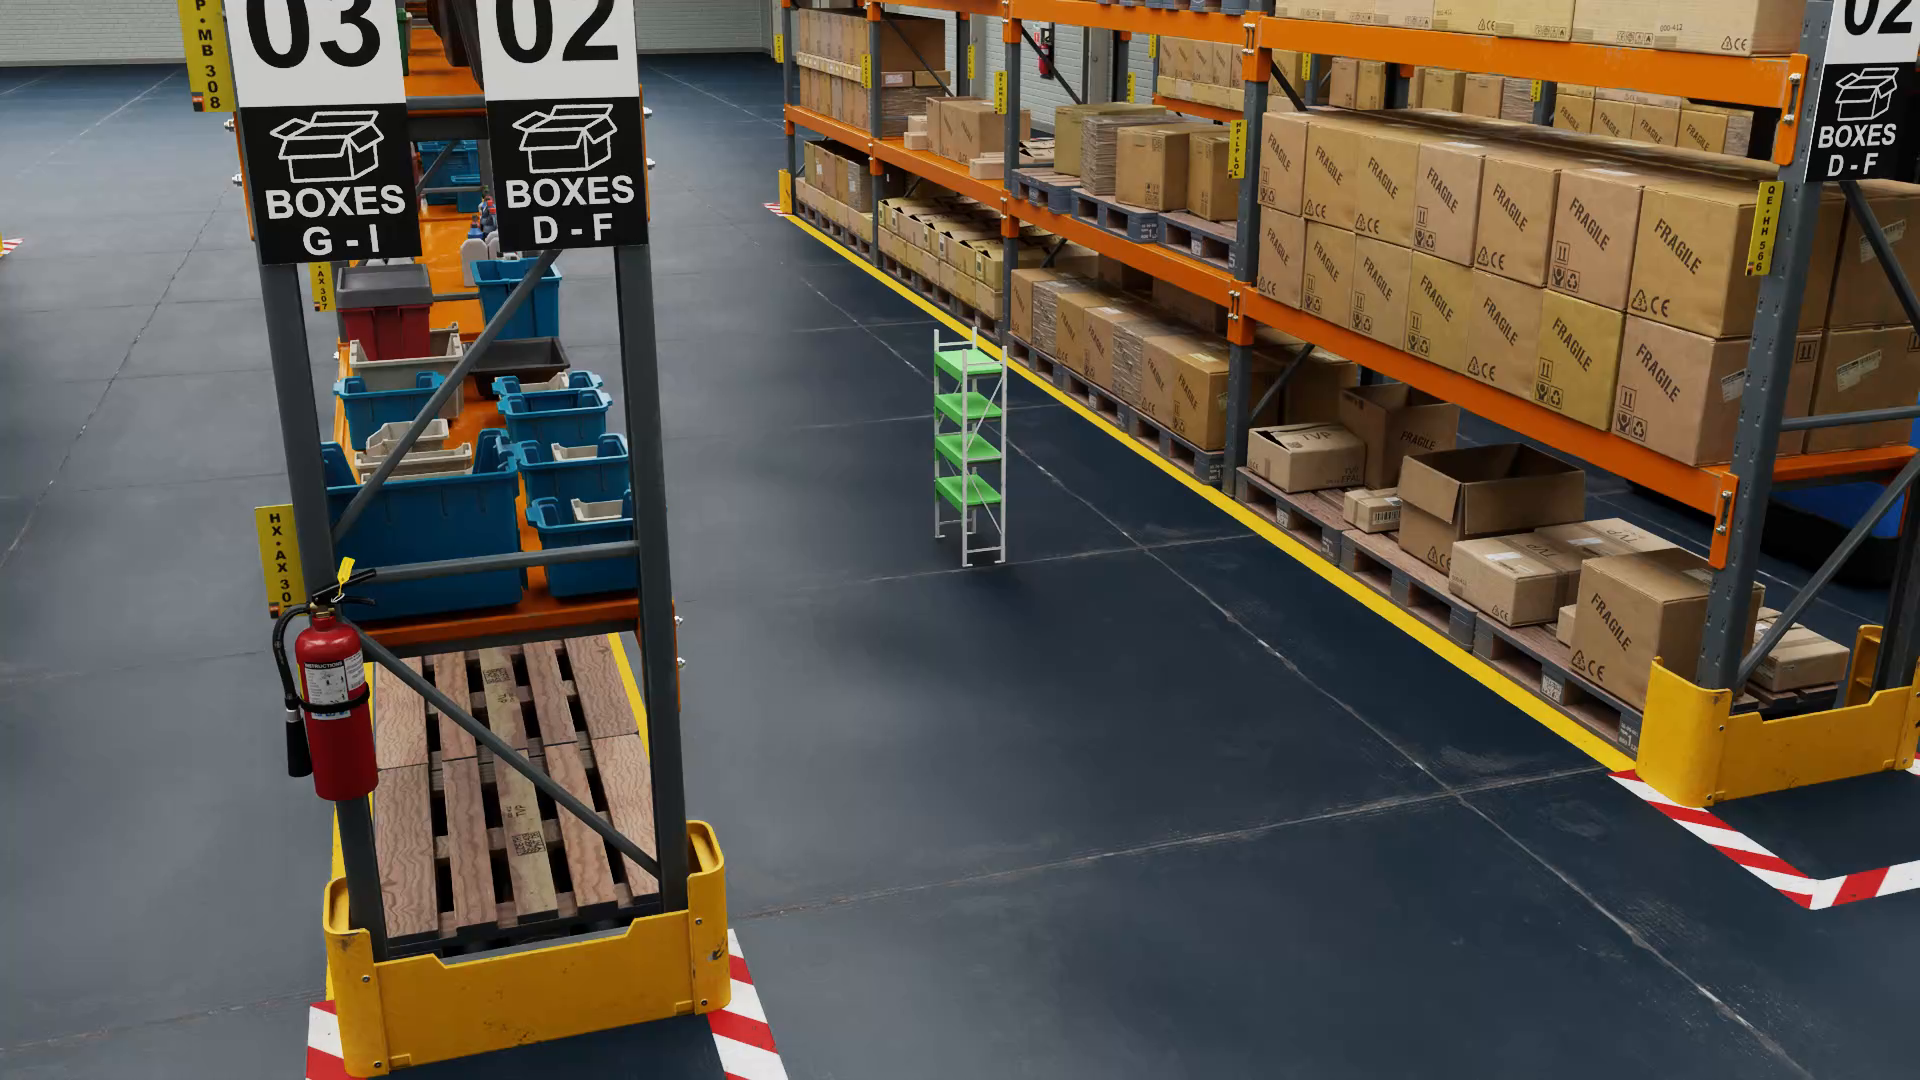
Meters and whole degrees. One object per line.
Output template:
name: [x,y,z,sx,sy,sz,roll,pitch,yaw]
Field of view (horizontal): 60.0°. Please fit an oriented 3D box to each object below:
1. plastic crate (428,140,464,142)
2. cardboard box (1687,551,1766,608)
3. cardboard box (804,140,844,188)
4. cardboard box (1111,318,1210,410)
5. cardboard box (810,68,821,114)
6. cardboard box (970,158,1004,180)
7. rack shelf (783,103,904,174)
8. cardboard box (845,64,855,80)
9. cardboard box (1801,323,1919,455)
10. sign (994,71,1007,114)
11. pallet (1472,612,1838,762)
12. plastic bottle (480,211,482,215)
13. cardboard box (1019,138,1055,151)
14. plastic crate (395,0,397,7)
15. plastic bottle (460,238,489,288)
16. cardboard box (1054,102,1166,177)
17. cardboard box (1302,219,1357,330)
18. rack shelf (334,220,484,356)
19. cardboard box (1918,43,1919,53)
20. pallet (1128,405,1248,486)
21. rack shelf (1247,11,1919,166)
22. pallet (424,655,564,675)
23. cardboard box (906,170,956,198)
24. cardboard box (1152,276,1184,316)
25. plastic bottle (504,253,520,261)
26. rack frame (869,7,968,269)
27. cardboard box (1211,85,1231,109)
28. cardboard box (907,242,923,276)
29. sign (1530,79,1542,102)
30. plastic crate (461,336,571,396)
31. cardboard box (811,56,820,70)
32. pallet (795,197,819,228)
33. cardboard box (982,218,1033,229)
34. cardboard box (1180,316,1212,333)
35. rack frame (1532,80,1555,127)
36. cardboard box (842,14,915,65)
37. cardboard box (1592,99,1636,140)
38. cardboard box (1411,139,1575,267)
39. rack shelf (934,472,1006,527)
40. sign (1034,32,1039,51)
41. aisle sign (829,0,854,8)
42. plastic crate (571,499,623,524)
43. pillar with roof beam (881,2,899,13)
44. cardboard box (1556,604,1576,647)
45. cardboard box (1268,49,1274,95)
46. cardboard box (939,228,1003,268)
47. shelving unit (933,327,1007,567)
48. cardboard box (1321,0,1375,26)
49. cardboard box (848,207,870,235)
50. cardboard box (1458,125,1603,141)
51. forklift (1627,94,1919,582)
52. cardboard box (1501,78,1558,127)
plastic crate: [-4.076,-3.074,13.443,0.402,0.464,0.583,-6,21,-17]
cardboard box: [3.300,0.271,7.641,0.500,0.250,0.500,-6,21,-17]
cardboard box: [-1.554,-4.486,19.805,0.500,0.500,0.500,-6,21,-17]
cardboard box: [1.370,-1.214,11.405,0.500,0.500,0.500,-6,21,-17]
cardboard box: [-1.366,-5.313,19.624,0.700,0.500,0.500,-6,21,-16]
cardboard box: [0.300,-3.159,14.146,0.380,0.149,0.250,-6,21,-17]
rack shelf: [-1.041,-4.605,18.864,1.077,0.370,4.000,-6,21,-17]
cardboard box: [-1.020,-5.045,17.918,0.380,0.149,0.250,-6,21,-17]
cardboard box: [3.470,-0.668,6.692,0.500,0.500,0.500,-6,21,-16]
sign: [0.319,-3.503,13.019,0.100,0.325,0.005,-6,21,-17]
pallet: [3.084,0.581,7.486,1.003,0.211,1.213,-6,21,-17]
plastic bottle: [-3.235,-2.202,11.404,0.097,0.201,0.097,0,20,0]
cardboard box: [0.747,-3.284,14.253,0.500,0.311,0.500,-7,21,-18]
plastic crate: [-2.471,-2.132,6.670,0.497,0.269,0.590,-6,21,-17]
plastic bottle: [-2.821,-1.621,9.676,0.152,0.276,0.135,-6,21,-17]
cardboard box: [1.150,-3.073,12.765,0.700,0.500,0.500,-15,24,-35]
cardboard box: [2.167,-1.425,8.799,0.500,0.500,0.500,-6,21,-16]
rack shelf: [-3.230,-1.513,10.255,1.077,0.370,4.000,-6,21,-17]
cardboard box: [3.439,-1.984,6.287,0.500,0.250,0.500,-6,21,-17]
pallet: [1.810,-0.679,10.995,1.003,0.211,1.213,-6,21,-17]
rack shelf: [2.731,-2.166,7.636,1.077,0.370,4.000,-6,21,-17]
pallet: [-2.334,0.335,8.172,1.003,0.211,1.213,-6,21,-17]
cardboard box: [-0.261,-3.740,17.730,0.500,0.500,0.500,-6,21,-17]
cardboard box: [1.709,-1.781,11.875,0.500,0.250,0.500,-7,21,-18]
plastic bottle: [-2.500,-1.457,9.220,0.152,0.276,0.135,-6,21,-17]
rack frame: [-0.413,-4.302,16.956,1.000,3.000,0.127,-6,21,-17]
cardboard box: [3.372,-5.370,20.121,0.500,0.250,0.500,-6,21,-17]
cardboard box: [-0.196,-2.719,15.997,0.500,0.250,0.500,-7,21,-19]
sign: [5.034,-3.993,14.499,0.100,0.325,0.005,-6,21,-17]
plastic crate: [-1.995,-0.778,7.462,0.437,0.125,0.590,-6,21,-17]
cardboard box: [-1.511,-5.543,19.304,0.380,0.149,0.250,-7,21,-18]
pallet: [-1.390,-4.032,20.330,1.003,0.211,1.213,-6,21,-17]
cardboard box: [0.465,-2.881,15.618,0.500,0.311,0.500,-7,21,-18]
cardboard box: [1.853,-1.277,11.583,0.500,0.500,0.500,-6,21,-17]
rack frame: [5.546,-3.546,14.851,1.000,3.000,0.127,-6,21,-17]
cardboard box: [-0.875,-5.424,18.013,0.700,0.500,0.500,-6,21,-17]
cardboard box: [5.612,-3.390,13.800,0.500,0.500,0.500,-6,21,-15]
cardboard box: [2.470,-1.575,7.737,0.500,0.500,0.500,-6,21,-16]
rack shelf: [0.052,-0.226,9.169,0.258,0.148,0.480,-6,21,-17]
sign: [1.371,-8.908,29.727,0.001,0.329,0.234,-6,21,-17]
aisle sign: [-1.412,-6.861,20.236,0.394,0.787,0.004,-6,21,-17]
plastic crate: [-1.132,-0.056,5.436,0.250,0.136,0.298,-6,21,-17]
pillar with roof beam: [-5.672,-14.122,35.423,9.100,9.000,0.400,-6,21,-17]
cardboard box: [2.913,0.388,7.440,0.380,0.166,0.250,-6,21,-17]
cardboard box: [3.684,-5.399,19.095,0.500,0.500,0.500,-7,21,-18]
cardboard box: [0.121,-2.656,14.990,0.500,0.311,0.500,-7,21,-18]
shelving unit: [0.052,-0.512,9.066,0.258,1.200,0.503,-6,21,-17]
cardboard box: [2.173,-2.732,8.371,0.500,0.250,0.500,-6,21,-17]
cardboard box: [-0.914,-3.492,18.149,0.500,0.250,0.500,-6,21,-17]
cardboard box: [2.828,-1.792,8.340,0.500,0.500,0.500,-6,21,-17]
forklift: [4.755,-1.628,9.613,1.130,2.935,3.031,-6,21,-16]
cardboard box: [5.389,-3.950,15.176,0.700,0.500,0.500,-9,22,-24]
